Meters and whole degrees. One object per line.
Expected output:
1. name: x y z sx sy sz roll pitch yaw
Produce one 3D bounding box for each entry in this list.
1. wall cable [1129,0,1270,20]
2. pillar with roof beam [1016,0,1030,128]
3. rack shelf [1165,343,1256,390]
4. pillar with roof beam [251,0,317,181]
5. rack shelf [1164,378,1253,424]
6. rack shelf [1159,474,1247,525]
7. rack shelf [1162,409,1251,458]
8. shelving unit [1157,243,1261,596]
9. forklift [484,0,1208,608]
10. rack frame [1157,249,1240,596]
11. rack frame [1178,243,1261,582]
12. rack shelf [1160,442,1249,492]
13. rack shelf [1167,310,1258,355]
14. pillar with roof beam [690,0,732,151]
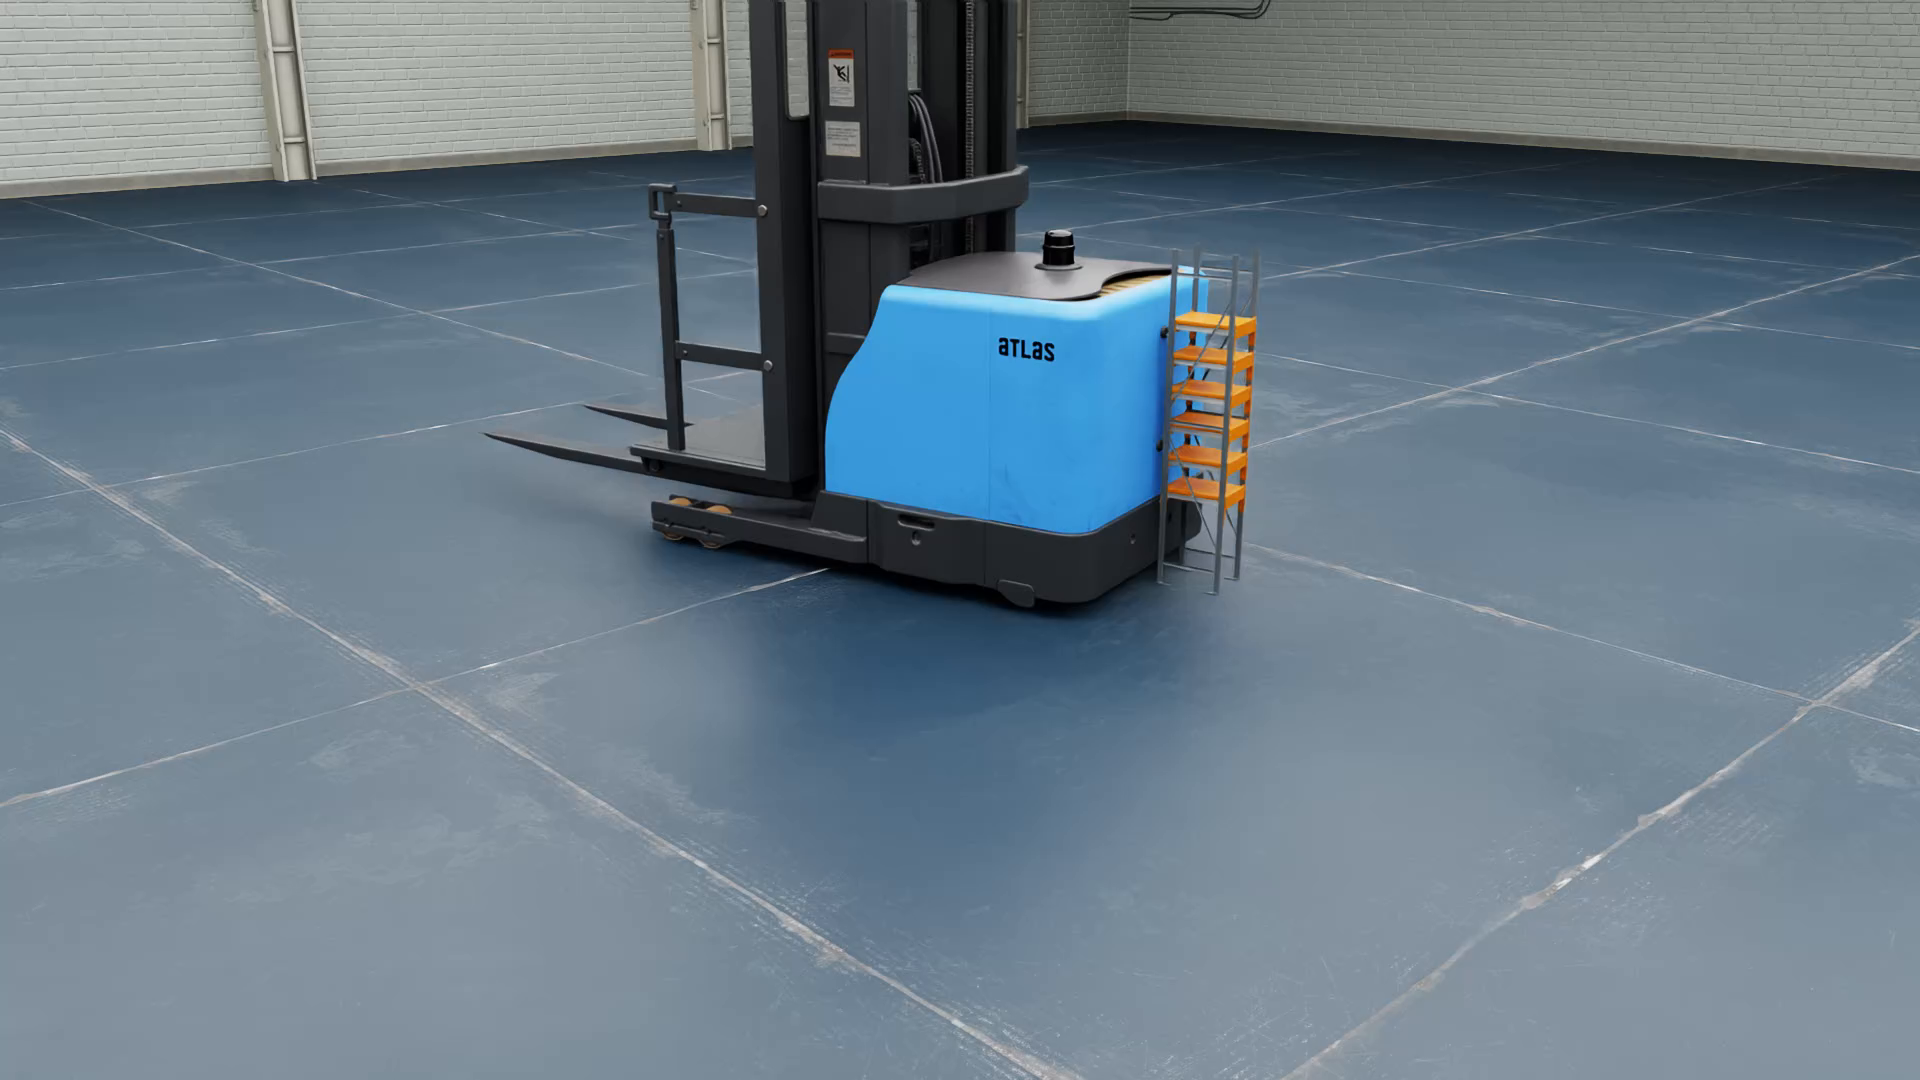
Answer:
1. wall cable: 3.935 -9.927 27.547 0.112 2.526 3.097 -16 24 -41
2. pillar with roof beam: 3.844 -10.112 23.081 0.400 9.000 9.100 -16 24 -41
3. rack shelf: 0.867 -0.602 5.758 0.258 0.103 0.180 11 21 30
4. pillar with roof beam: -4.876 -7.569 15.238 0.400 9.000 9.100 -16 24 -41
5. rack shelf: 0.866 -0.488 5.796 0.258 0.103 0.180 11 21 30
6. rack shelf: 0.863 -0.146 5.909 0.258 0.103 0.180 11 21 30
7. rack shelf: 0.865 -0.374 5.834 0.258 0.103 0.180 11 21 30
8. shelving unit: 0.865 -0.416 5.820 0.258 1.200 0.189 11 21 30
9. forklift: -0.601 -1.485 6.312 3.031 2.935 1.130 11 21 30
10. rack frame: 0.817 -0.392 5.746 0.240 1.200 0.006 11 21 30
11. rack frame: 0.913 -0.440 5.894 0.240 1.200 0.006 11 21 30
12. rack shelf: 0.864 -0.260 5.871 0.258 0.103 0.180 11 21 30
13. rack shelf: 0.867 -0.716 5.721 0.258 0.103 0.180 11 21 30
14. pillar with roof beam: -0.516 -8.840 19.160 0.400 9.000 9.100 -16 24 -41
